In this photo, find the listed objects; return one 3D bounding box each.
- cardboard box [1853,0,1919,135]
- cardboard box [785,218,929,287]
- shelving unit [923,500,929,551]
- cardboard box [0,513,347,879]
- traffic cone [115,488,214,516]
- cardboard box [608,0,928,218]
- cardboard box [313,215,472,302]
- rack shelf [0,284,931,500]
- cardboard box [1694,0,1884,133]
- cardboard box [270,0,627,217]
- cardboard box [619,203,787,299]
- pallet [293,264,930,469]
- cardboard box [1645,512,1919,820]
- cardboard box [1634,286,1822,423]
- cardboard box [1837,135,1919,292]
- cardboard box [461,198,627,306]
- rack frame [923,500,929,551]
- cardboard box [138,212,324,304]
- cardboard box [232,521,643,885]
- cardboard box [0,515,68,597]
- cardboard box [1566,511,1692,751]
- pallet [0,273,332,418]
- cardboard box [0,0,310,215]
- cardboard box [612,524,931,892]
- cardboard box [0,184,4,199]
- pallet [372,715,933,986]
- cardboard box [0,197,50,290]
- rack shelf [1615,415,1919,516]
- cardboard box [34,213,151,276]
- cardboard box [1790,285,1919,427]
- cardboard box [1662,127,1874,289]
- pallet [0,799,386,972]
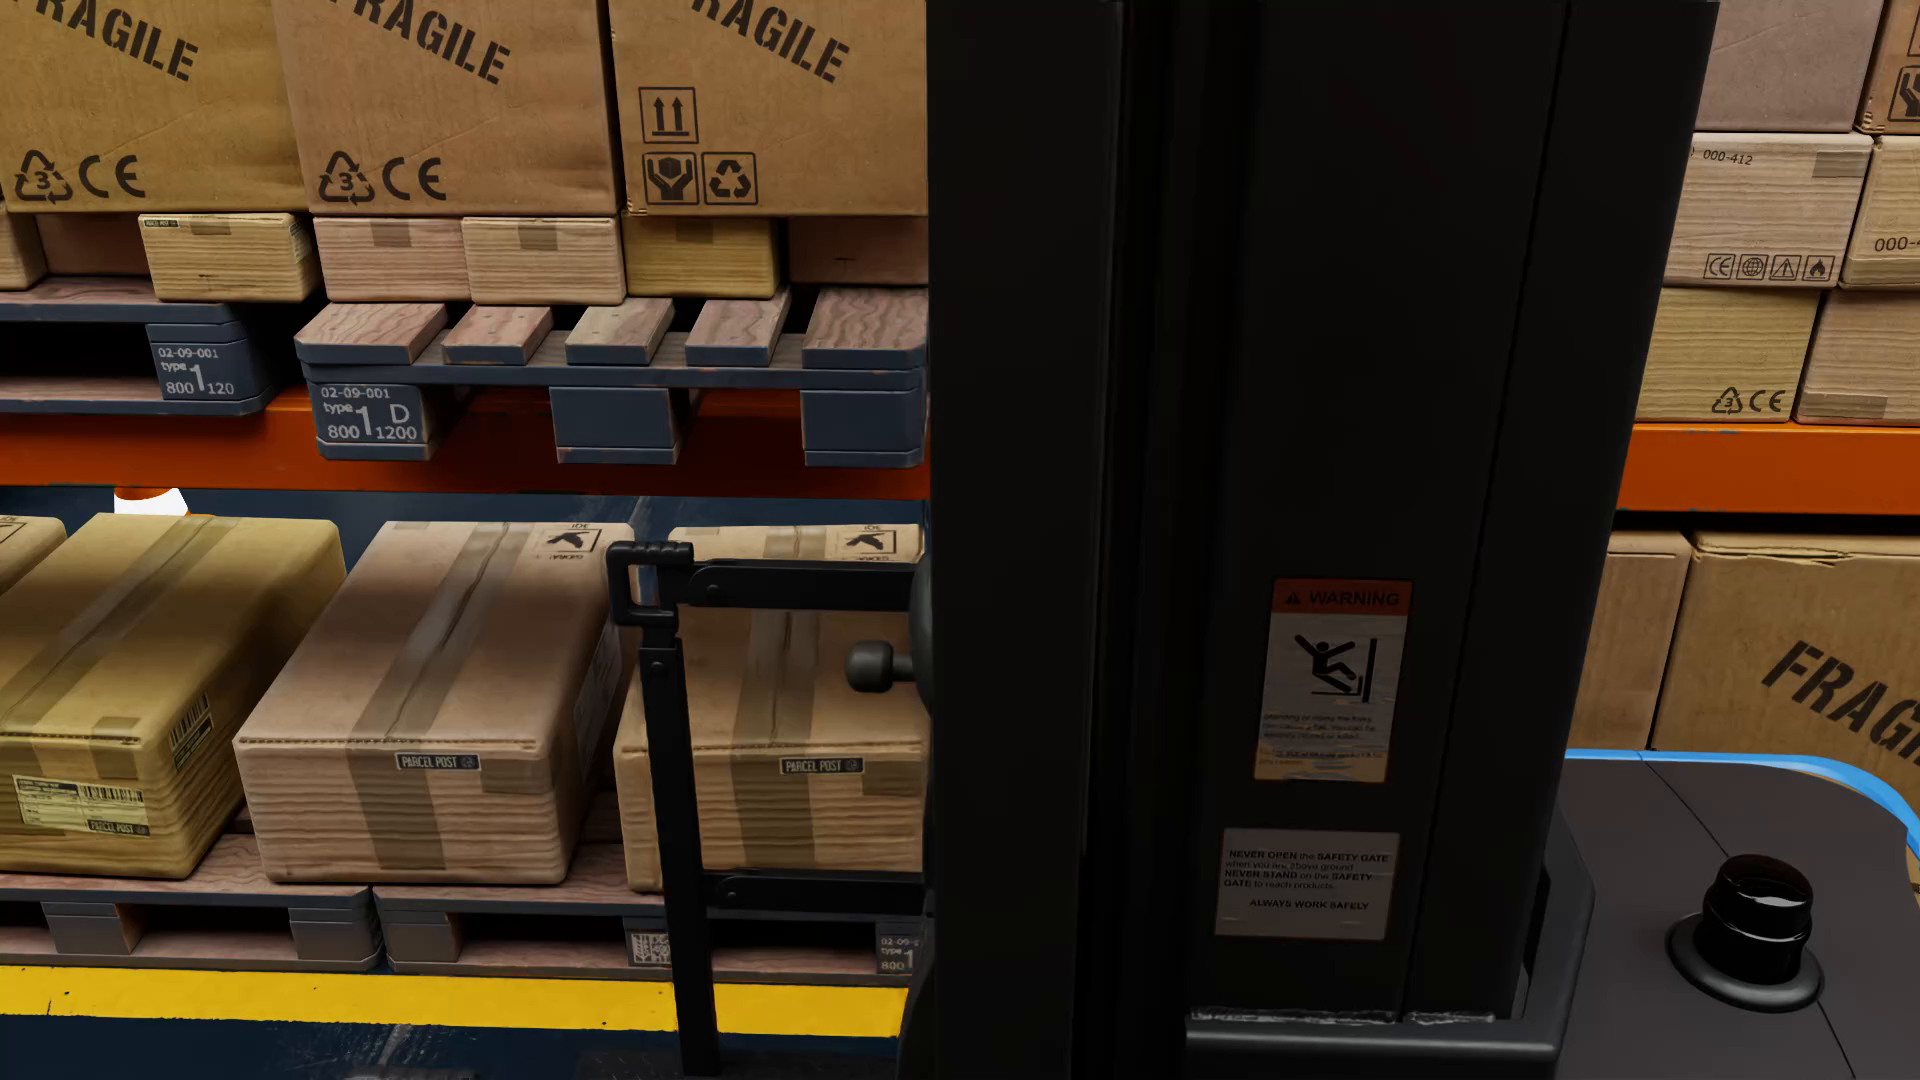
[{"bbox_3d":[1.676,-0.962,2.688,0.500,0.500,0.500,2,28,3],"label":"cardboard box"},{"bbox_3d":[-0.157,-0.588,2.977,0.250,0.149,0.380,2,28,4],"label":"cardboard box"},{"bbox_3d":[-0.014,-0.530,4.969,0.189,1.200,0.258,1,28,2],"label":"shelving unit"},{"bbox_3d":[-1.881,0.319,3.802,0.625,0.372,0.950,2,28,3],"label":"cardboard box"},{"bbox_3d":[-2.530,-0.198,5.130,0.334,0.463,0.336,1,28,2],"label":"traffic cone"},{"bbox_3d":[-0.285,-0.857,2.791,0.500,0.500,0.500,0,28,0],"label":"cardboard box"},{"bbox_3d":[-0.932,-0.550,2.904,0.250,0.149,0.380,0,28,-1],"label":"cardboard box"},{"bbox_3d":[-1.820,-0.334,3.445,4.000,0.370,1.077,1,28,2],"label":"rack shelf"},{"bbox_3d":[1.159,-0.978,2.718,0.500,0.500,0.500,1,28,2],"label":"cardboard box"},{"bbox_3d":[-0.802,-0.860,2.798,0.500,0.500,0.500,1,28,1],"label":"cardboard box"},{"bbox_3d":[-0.427,-0.559,2.921,0.250,0.149,0.380,1,28,3],"label":"cardboard box"},{"bbox_3d":[-0.537,-0.496,3.187,1.003,0.211,1.213,1,28,2],"label":"pallet"},{"bbox_3d":[1.758,0.202,3.487,0.875,0.875,0.875,1,28,2],"label":"cardboard box"},{"bbox_3d":[1.173,-0.426,3.011,0.500,0.250,0.500,0,28,0],"label":"cardboard box"},{"bbox_3d":[1.691,-0.626,2.854,0.500,0.250,0.500,1,28,2],"label":"cardboard box"},{"bbox_3d":[-0.681,-0.542,2.890,0.250,0.149,0.380,1,28,1],"label":"cardboard box"},{"bbox_3d":[-0.106,-0.532,4.972,0.006,1.200,0.240,1,28,2],"label":"rack frame"},{"bbox_3d":[-1.208,-0.548,2.901,0.250,0.149,0.380,1,28,3],"label":"cardboard box"},{"bbox_3d":[-1.123,0.335,3.773,0.625,0.372,0.950,0,28,1],"label":"cardboard box"},{"bbox_3d":[-2.576,0.309,3.822,0.625,0.372,0.950,3,28,5],"label":"cardboard box"},{"bbox_3d":[0.866,0.185,3.518,0.875,0.875,0.875,1,28,1],"label":"cardboard box"},{"bbox_3d":[-1.801,-0.547,3.284,1.213,0.211,1.003,1,28,2],"label":"pallet"},{"bbox_3d":[-1.307,-0.868,2.812,0.500,0.500,0.500,-1,28,-2],"label":"cardboard box"},{"bbox_3d":[-0.385,0.343,3.757,0.625,0.372,0.950,-1,28,-2],"label":"cardboard box"},{"bbox_3d":[-1.852,-0.878,2.830,0.500,0.500,0.500,0,28,0],"label":"cardboard box"},{"bbox_3d":[-0.602,0.600,3.893,1.213,0.211,1.003,1,28,2],"label":"pallet"},{"bbox_3d":[-1.708,-0.577,2.955,0.250,0.149,0.380,0,28,0],"label":"cardboard box"},{"bbox_3d":[2.178,-0.267,3.320,4.000,0.370,1.077,1,28,2],"label":"rack shelf"},{"bbox_3d":[-1.454,-0.611,3.020,0.250,0.149,0.380,1,28,2],"label":"cardboard box"},{"bbox_3d":[1.697,-0.415,2.990,0.500,0.250,0.500,2,28,3],"label":"cardboard box"},{"bbox_3d":[1.193,-0.640,2.881,0.500,0.250,0.500,2,28,3],"label":"cardboard box"},{"bbox_3d":[-1.818,0.579,3.933,1.213,0.211,1.003,1,28,2],"label":"pallet"}]
